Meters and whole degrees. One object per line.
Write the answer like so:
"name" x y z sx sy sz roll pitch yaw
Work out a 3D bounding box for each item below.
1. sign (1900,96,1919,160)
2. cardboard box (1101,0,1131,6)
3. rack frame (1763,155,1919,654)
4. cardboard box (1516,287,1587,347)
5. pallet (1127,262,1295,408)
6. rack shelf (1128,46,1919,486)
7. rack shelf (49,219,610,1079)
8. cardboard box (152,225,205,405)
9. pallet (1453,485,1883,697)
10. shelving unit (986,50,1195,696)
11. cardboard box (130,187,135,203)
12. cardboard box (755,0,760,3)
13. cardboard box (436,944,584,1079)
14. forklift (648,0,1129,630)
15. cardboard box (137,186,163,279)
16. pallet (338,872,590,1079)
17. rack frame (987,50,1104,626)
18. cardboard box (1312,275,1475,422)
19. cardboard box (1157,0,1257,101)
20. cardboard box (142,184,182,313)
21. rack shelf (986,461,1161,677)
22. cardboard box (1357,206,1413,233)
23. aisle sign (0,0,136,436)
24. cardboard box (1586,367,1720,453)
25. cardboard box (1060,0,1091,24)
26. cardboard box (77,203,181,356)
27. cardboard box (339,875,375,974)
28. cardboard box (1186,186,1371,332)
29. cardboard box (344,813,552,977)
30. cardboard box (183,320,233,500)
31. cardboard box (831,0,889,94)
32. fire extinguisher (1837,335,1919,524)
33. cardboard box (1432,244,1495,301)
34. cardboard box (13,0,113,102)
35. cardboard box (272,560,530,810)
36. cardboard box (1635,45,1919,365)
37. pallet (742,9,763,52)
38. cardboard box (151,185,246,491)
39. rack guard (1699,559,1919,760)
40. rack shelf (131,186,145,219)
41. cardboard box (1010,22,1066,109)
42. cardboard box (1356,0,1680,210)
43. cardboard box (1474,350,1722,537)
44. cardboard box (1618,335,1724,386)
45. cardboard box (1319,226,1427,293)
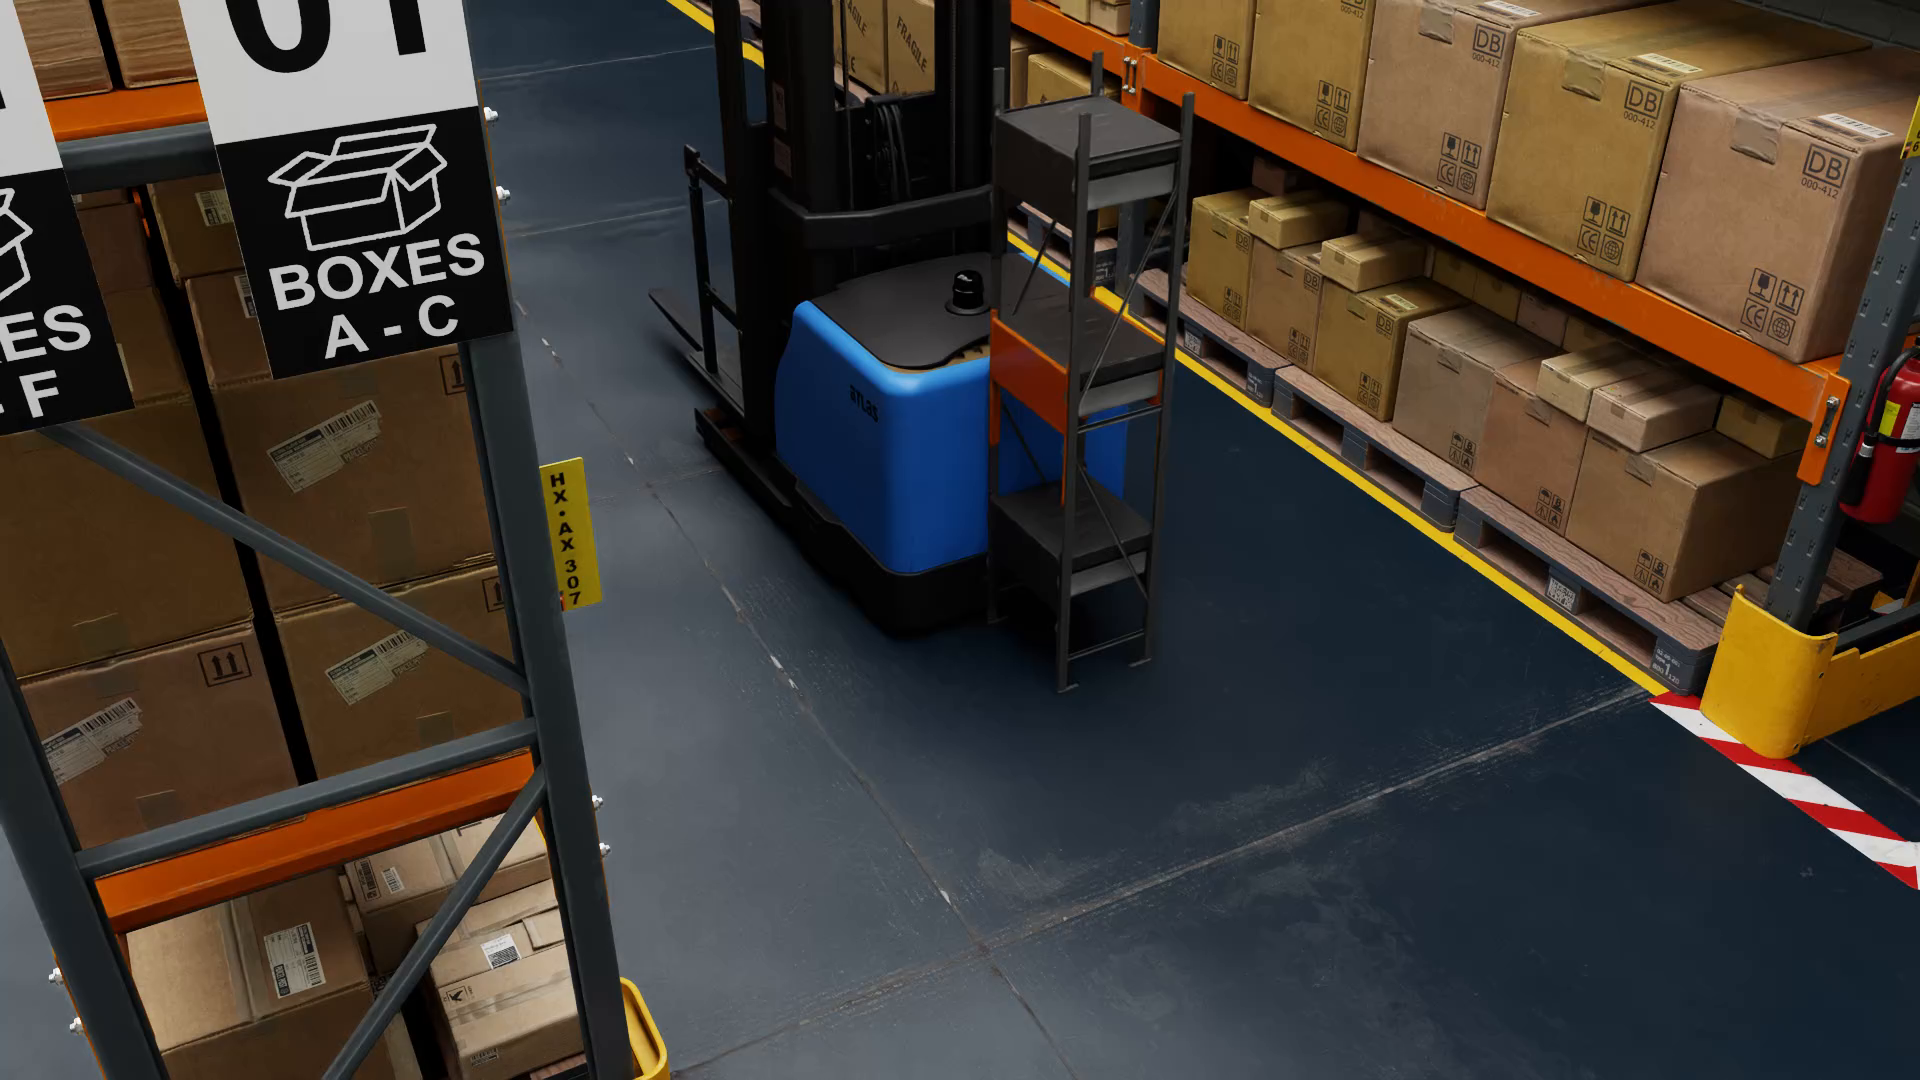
"sign" 2.664 -1.209 4.564 0.100 0.325 0.005 -16 36 -23
"cardboard box" 0.847 -2.994 8.255 0.500 0.500 0.500 -16 36 -24
"rack frame" 3.150 -0.752 5.143 1.000 3.000 0.127 -16 36 -23
"cardboard box" 2.498 -0.931 6.750 0.380 0.149 0.250 -15 36 -22
"pallet" 1.571 -1.104 8.278 1.003 0.211 1.213 -16 36 -23
"rack shelf" 2.218 -1.404 6.827 1.077 0.370 4.000 -16 36 -23
"rack shelf" -2.163 -0.156 4.879 1.077 0.370 4.000 -16 36 -23
"cardboard box" -2.152 -0.791 5.111 0.500 0.500 0.500 -15 36 -22
"pallet" 2.708 0.060 6.460 1.003 0.211 1.213 -16 36 -23
"shelving unit" 0.399 -0.504 5.590 0.431 2.100 0.503 -17 36 -24
"cardboard box" -2.857 -0.900 5.281 0.500 0.500 0.500 -15 36 -22
"cardboard box" -1.355 -4.538 12.962 0.700 0.500 0.500 -16 36 -23
"cardboard box" -1.121 1.225 4.293 0.380 0.149 0.250 -16 36 -23
"forklift" -0.519 -1.673 6.645 1.130 2.935 3.031 -17 36 -24
"cardboard box" -2.635 -1.281 5.877 0.500 0.500 0.500 -15 36 -22
"pallet" -1.638 1.254 4.598 1.003 0.211 1.213 -16 36 -23
"rack frame" 0.279 -0.619 5.769 0.400 2.100 0.015 -17 36 -24
"cardboard box" 2.012 -0.916 7.328 0.700 0.500 0.500 -15 36 -22
"cardboard box" 1.524 -2.524 7.631 0.980 0.700 0.700 -15 36 -22
"cardboard box" -1.921 -0.975 4.472 0.500 0.500 0.500 -16 36 -24
"rack shelf" 0.399 0.097 5.975 0.431 0.518 0.480 -17 36 -24
"cardboard box" 2.022 -1.418 7.510 0.380 0.149 0.250 -17 36 -25
"aisle sign" -1.469 -0.489 2.323 0.394 0.787 0.004 -16 36 -23
"cardboard box" 2.514 -0.474 6.035 0.380 0.149 0.250 -16 36 -24
"cardboard box" 0.739 -2.768 8.504 0.380 0.149 0.250 -15 36 -22
"cardboard box" -1.917 -0.351 3.498 0.500 0.500 0.500 -15 36 -22
"cardboard box" -1.811 1.090 4.487 0.380 0.166 0.250 -16 36 -23
"cardboard box" 1.543 -1.403 8.086 0.700 0.500 0.500 -15 36 -23
"cardboard box" -1.466 0.899 4.707 0.500 0.250 0.500 -16 36 -23
"cardboard box" -1.681 -0.310 4.360 0.500 0.500 0.500 -16 36 -23
"cardboard box" -0.353 -3.458 10.970 0.750 0.750 0.750 -16 36 -24
"fire extinguisher" 2.812 -0.374 4.971 0.296 0.674 0.183 -16 36 -23
"cardboard box" 2.260 -1.174 7.129 0.380 0.149 0.250 -17 36 -24
"cardboard box" -1.703 -0.883 2.706 0.500 0.250 0.500 -16 36 -23
"cardboard box" -1.204 0.176 3.603 0.500 0.500 0.500 -15 36 -22
"cardboard box" 2.904 -1.119 5.438 0.980 0.700 0.700 -14 35 -21
"pallet" -0.943 -3.769 12.437 1.003 0.211 1.213 -16 36 -23
"cardboard box" -1.454 -0.493 3.719 0.500 0.500 0.500 -15 36 -23
"rack guard" 3.162 0.312 5.800 1.175 0.500 0.348 -16 36 -23
"rack shelf" -4.028 -2.065 7.859 1.077 0.370 4.000 -16 36 -23
"cardboard box" 0.450 -2.633 9.683 0.750 0.750 0.750 -15 35 -22
"cardboard box" 2.207 -1.830 6.547 0.980 0.700 0.700 -18 37 -25
"cardboard box" 2.502 -0.424 6.559 0.700 0.500 0.500 -16 36 -23
"cardboard box" 2.734 -0.690 6.374 0.380 0.149 0.250 -16 36 -23
"cardboard box" 1.785 -1.217 7.196 0.380 0.149 0.250 -17 36 -24
